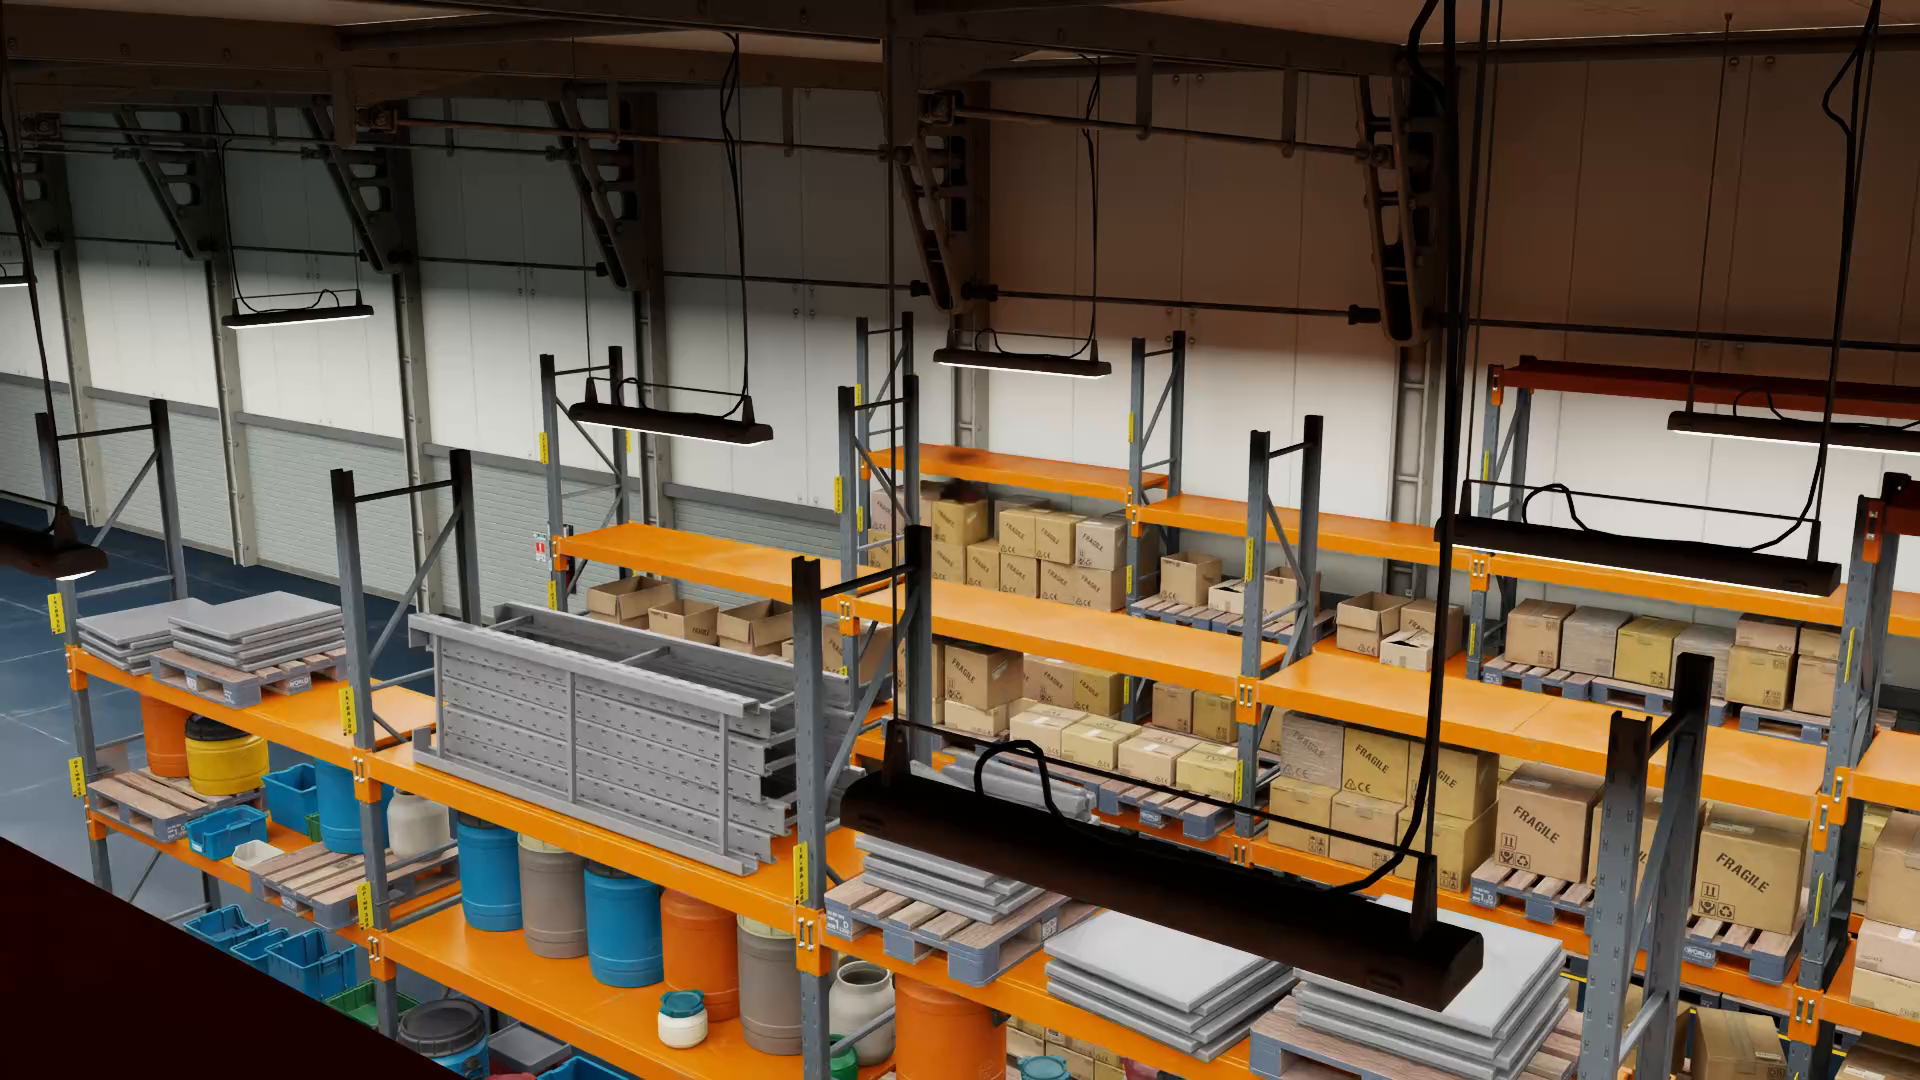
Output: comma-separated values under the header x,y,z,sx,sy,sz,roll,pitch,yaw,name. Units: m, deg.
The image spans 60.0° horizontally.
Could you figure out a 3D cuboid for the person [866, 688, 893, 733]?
x,y,z,sx,sy,sz,roll,pitch,yaw,name
-0.856,2.589,20.257,0.570,1.741,0.525,-3,13,-15,person
